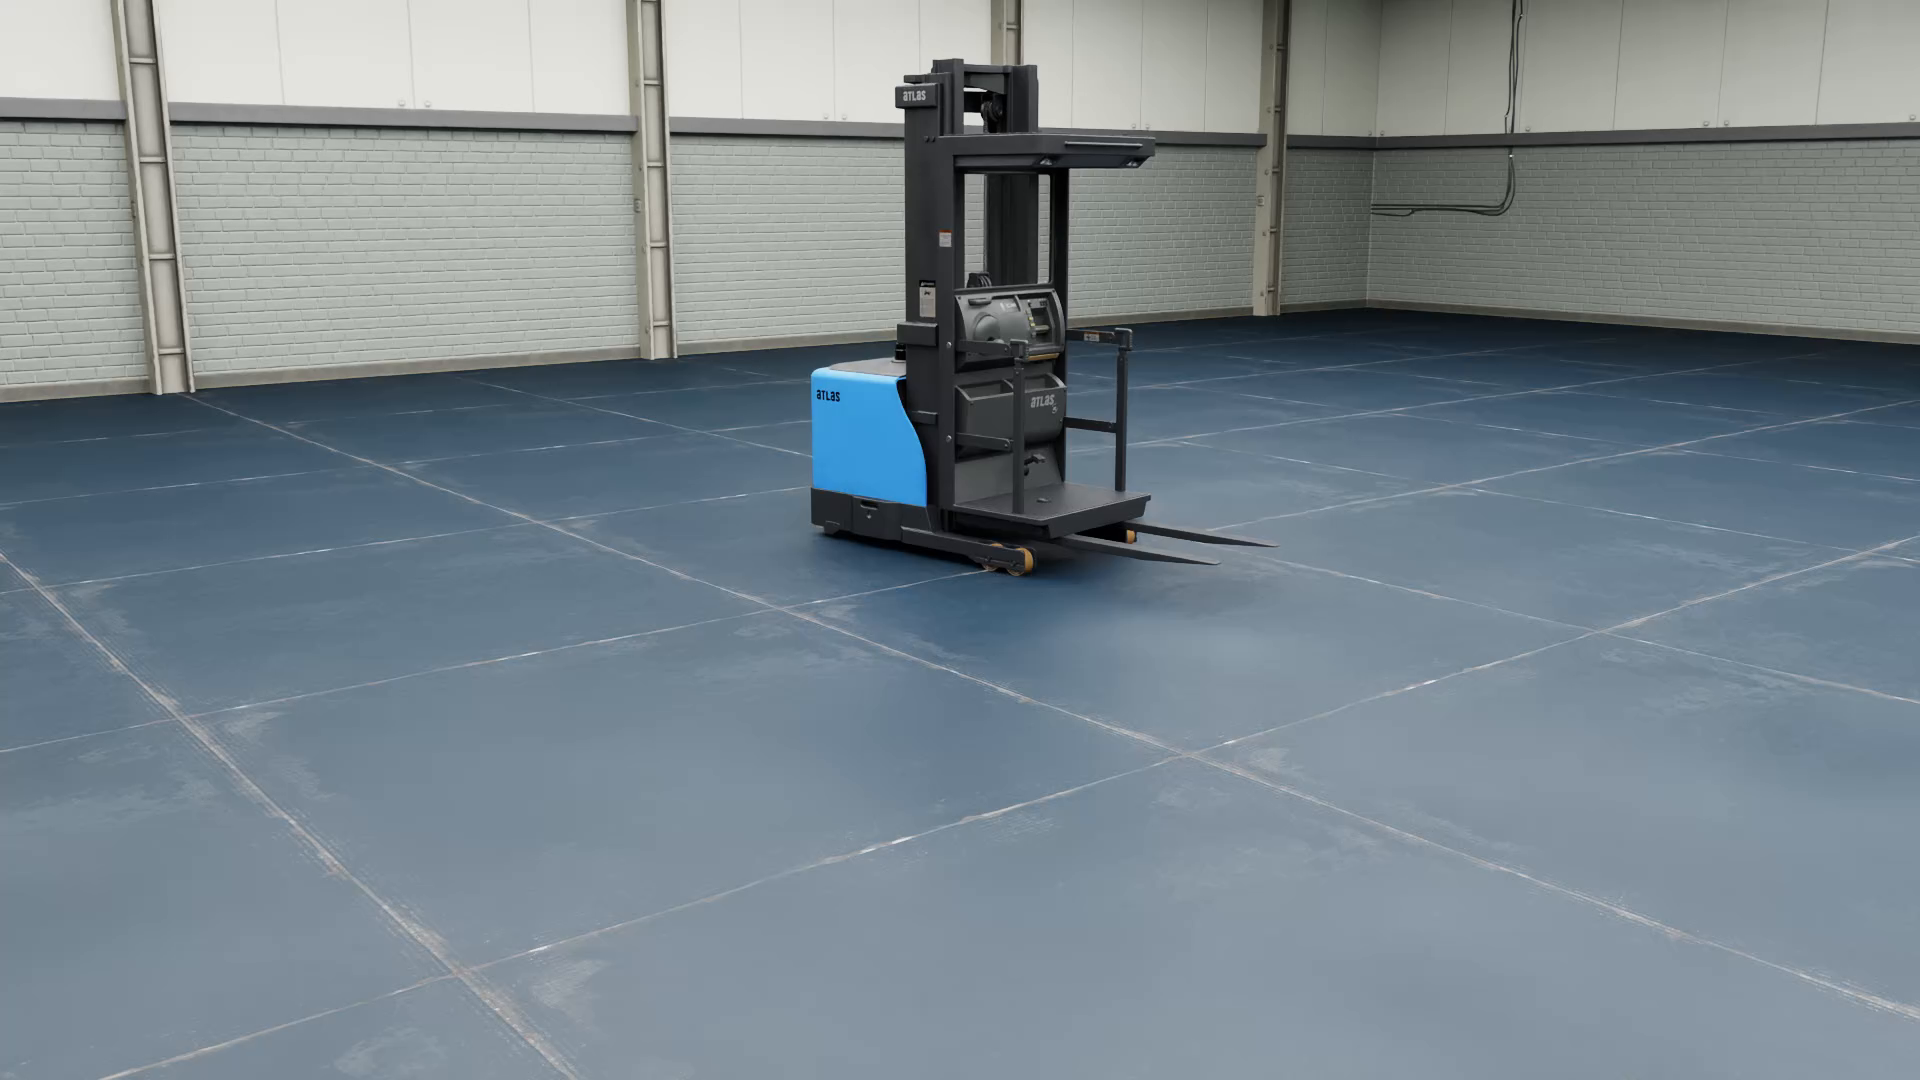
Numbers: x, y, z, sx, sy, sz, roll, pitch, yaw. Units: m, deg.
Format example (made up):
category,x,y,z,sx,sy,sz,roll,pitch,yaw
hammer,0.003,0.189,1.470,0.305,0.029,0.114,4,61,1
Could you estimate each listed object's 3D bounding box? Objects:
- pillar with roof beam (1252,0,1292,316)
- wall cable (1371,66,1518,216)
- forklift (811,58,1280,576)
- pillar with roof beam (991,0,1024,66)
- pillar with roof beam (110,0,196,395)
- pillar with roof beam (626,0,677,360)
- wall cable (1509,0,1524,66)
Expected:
category,x,y,z,sx,sy,sz,roll,pitch,yaw
pillar with roof beam,8.078,-7.669,25.079,0.400,9.000,9.100,-9,15,-38
wall cable,8.515,-7.016,29.480,0.112,2.526,3.097,-9,15,-38
forklift,0.467,-1.347,9.915,3.031,2.935,1.130,11,16,41
pillar with roof beam,3.393,-6.890,21.413,0.400,9.000,9.100,-9,15,-38
pillar with roof beam,-5.977,-5.333,14.080,0.400,9.000,9.100,-9,15,-38
pillar with roof beam,-1.292,-6.112,17.746,0.400,9.000,9.100,-9,15,-38
wall cable,10.205,-9.048,26.889,0.112,2.526,3.097,-9,15,-38
